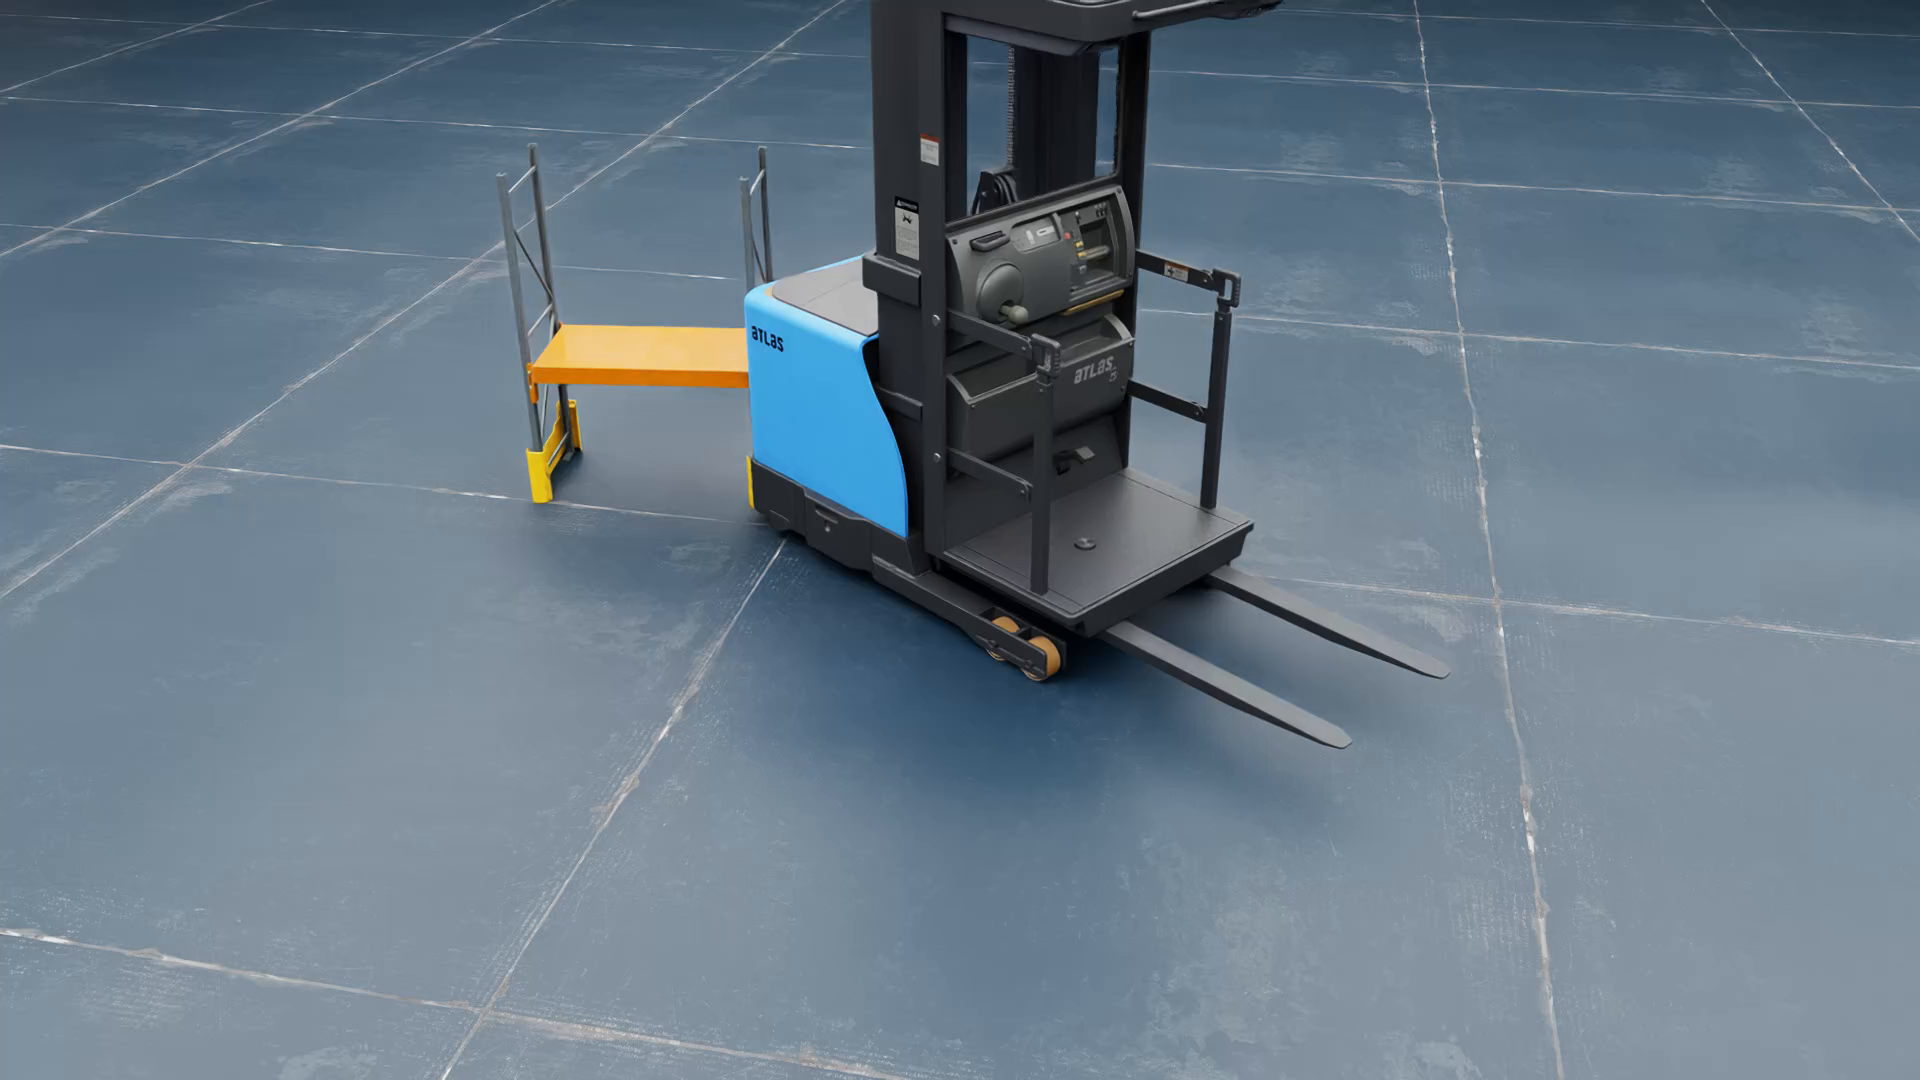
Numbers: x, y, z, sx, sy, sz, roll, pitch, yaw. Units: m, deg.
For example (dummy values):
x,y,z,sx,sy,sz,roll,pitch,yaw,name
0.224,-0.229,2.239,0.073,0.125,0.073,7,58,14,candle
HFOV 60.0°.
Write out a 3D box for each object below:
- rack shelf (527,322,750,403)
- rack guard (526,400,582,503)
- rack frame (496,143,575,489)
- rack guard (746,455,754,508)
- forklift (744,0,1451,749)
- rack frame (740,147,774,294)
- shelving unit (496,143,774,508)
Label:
x,y,z,sx,sy,sz,roll,pitch,yaw,name
-1.383,-0.797,7.519,1.000,0.185,0.538,2,29,3,rack shelf
-1.890,-0.421,7.758,0.087,0.250,0.587,2,29,3,rack guard
-1.891,-0.969,7.458,0.032,1.500,0.500,2,29,3,rack frame
-0.895,-0.393,7.708,0.087,0.250,0.587,2,29,3,rack guard
0.465,-1.033,6.085,1.130,2.935,3.031,-25,37,-37,forklift
-0.876,-0.941,7.407,0.032,1.500,0.500,2,29,3,rack frame
-1.393,-0.955,7.433,1.083,1.500,0.587,2,29,3,shelving unit
